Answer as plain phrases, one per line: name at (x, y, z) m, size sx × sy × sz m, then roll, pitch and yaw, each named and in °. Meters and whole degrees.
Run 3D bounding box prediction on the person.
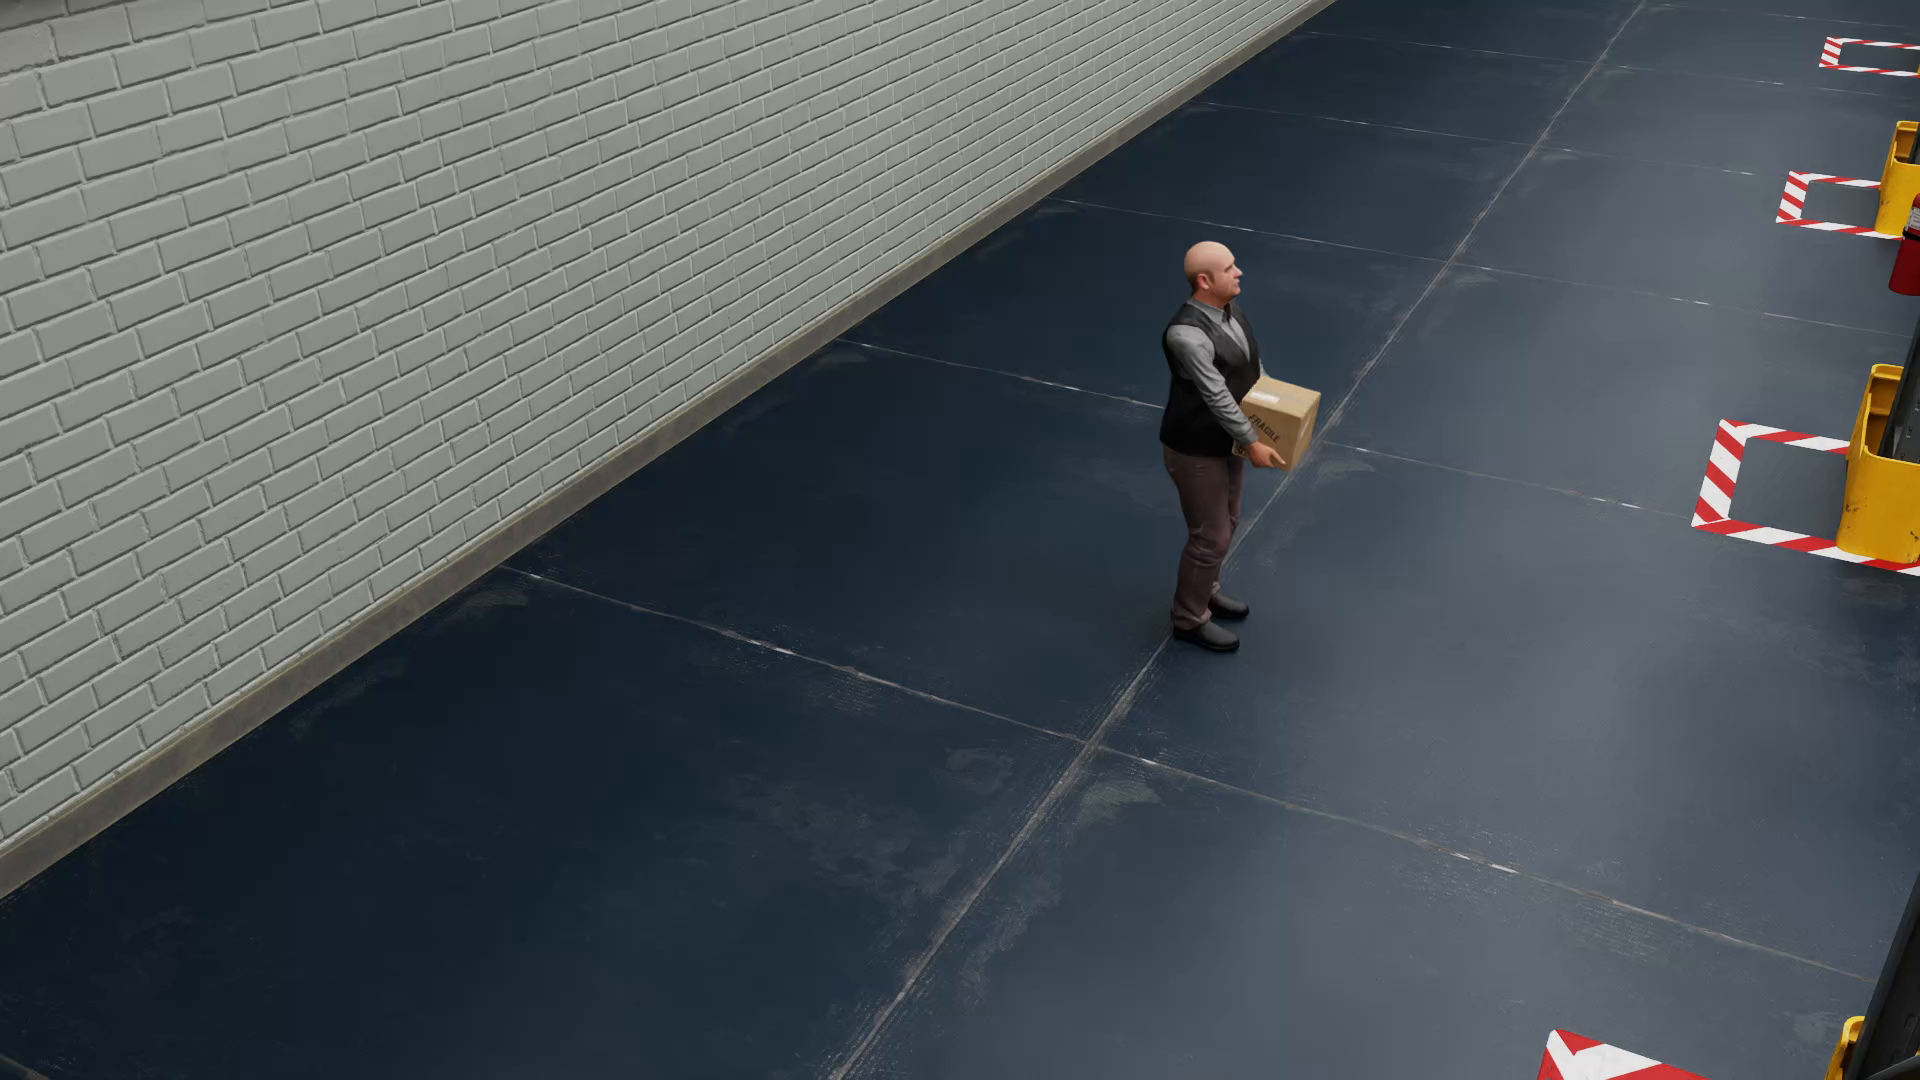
person at (1.103, -0.373, 6.811) m, size 0.550 × 1.714 × 0.496 m, roll 14°, pitch 33°, yaw 23°
